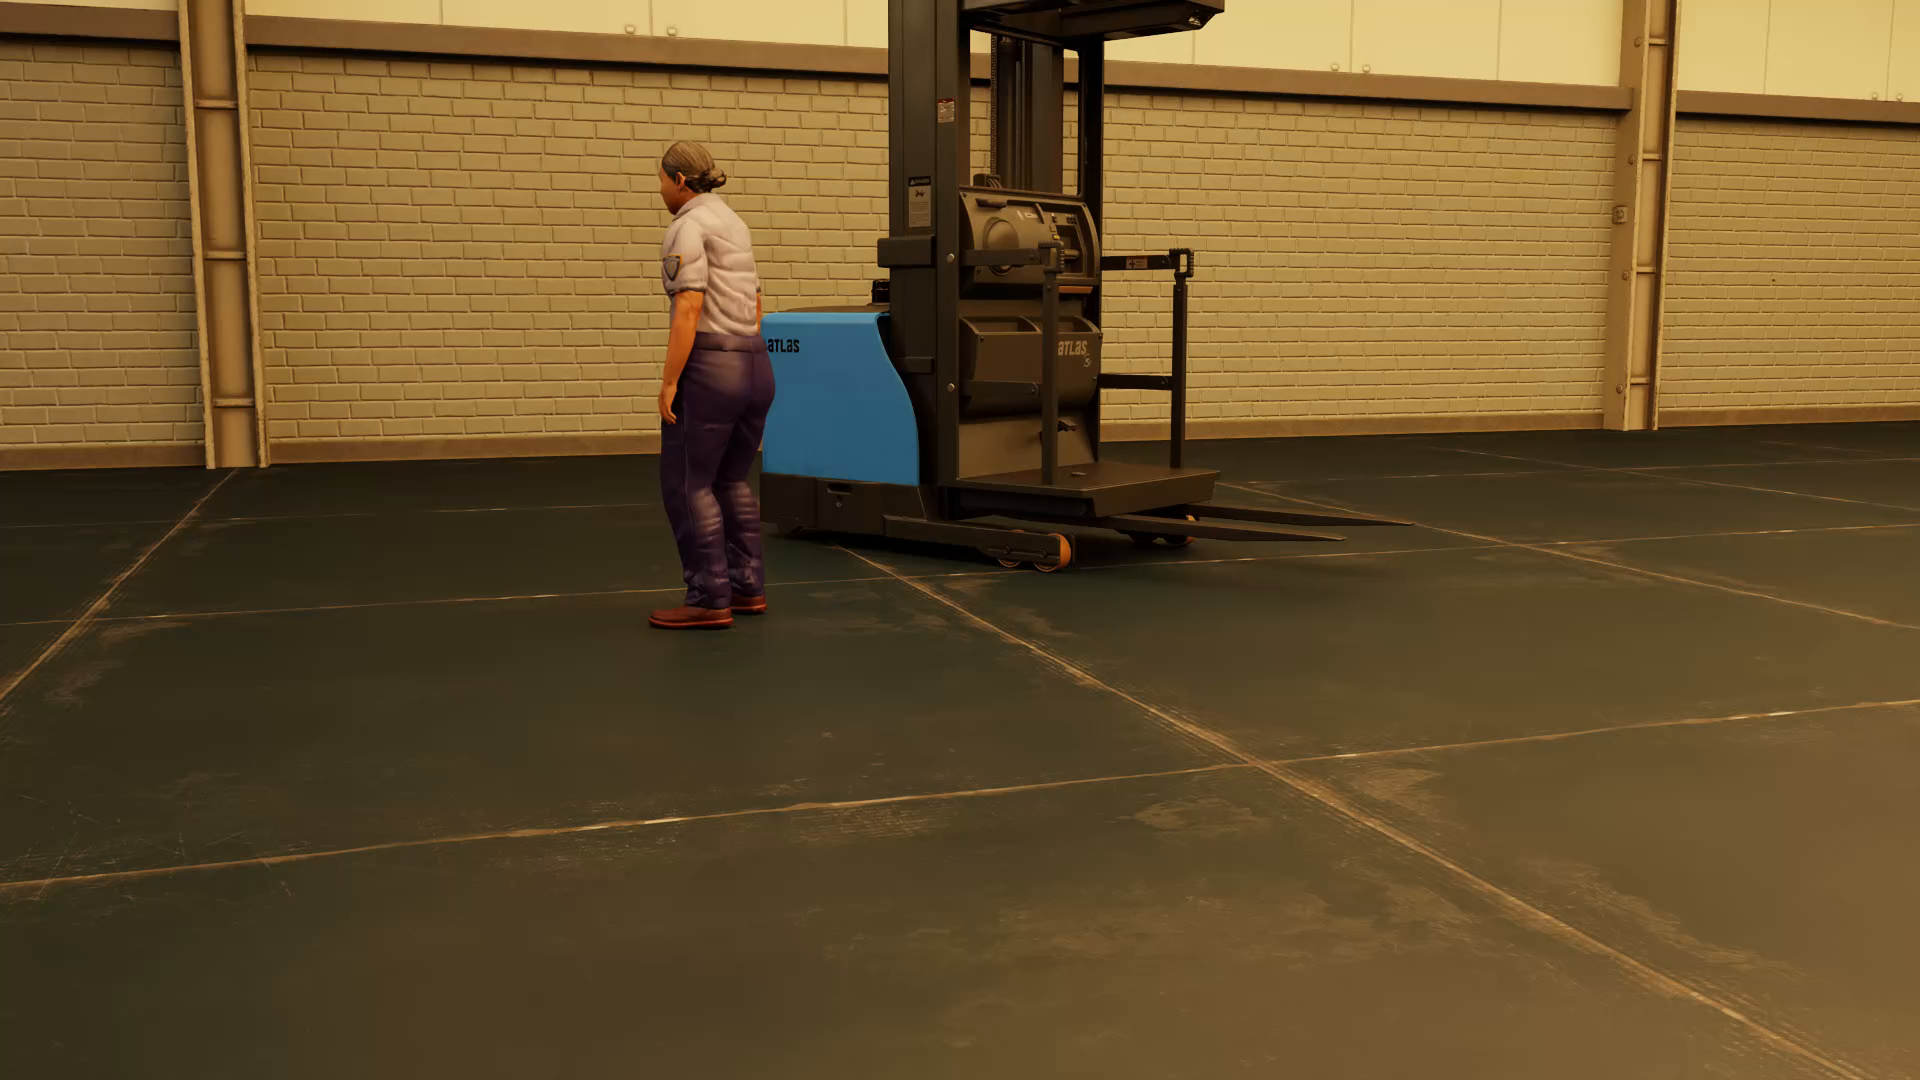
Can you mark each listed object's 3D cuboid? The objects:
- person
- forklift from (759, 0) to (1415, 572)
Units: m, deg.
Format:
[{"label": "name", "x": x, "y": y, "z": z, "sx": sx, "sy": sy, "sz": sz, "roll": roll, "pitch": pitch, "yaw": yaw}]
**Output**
[{"label": "person", "x": -0.859, "y": -0.535, "z": 5.739, "sx": 0.380, "sy": 1.652, "sz": 0.540, "roll": 3, "pitch": 8, "yaw": 21}, {"label": "forklift", "x": 0.484, "y": -1.398, "z": 7.327, "sx": 3.031, "sy": 2.935, "sz": 1.130, "roll": 6, "pitch": 10, "yaw": 39}]
